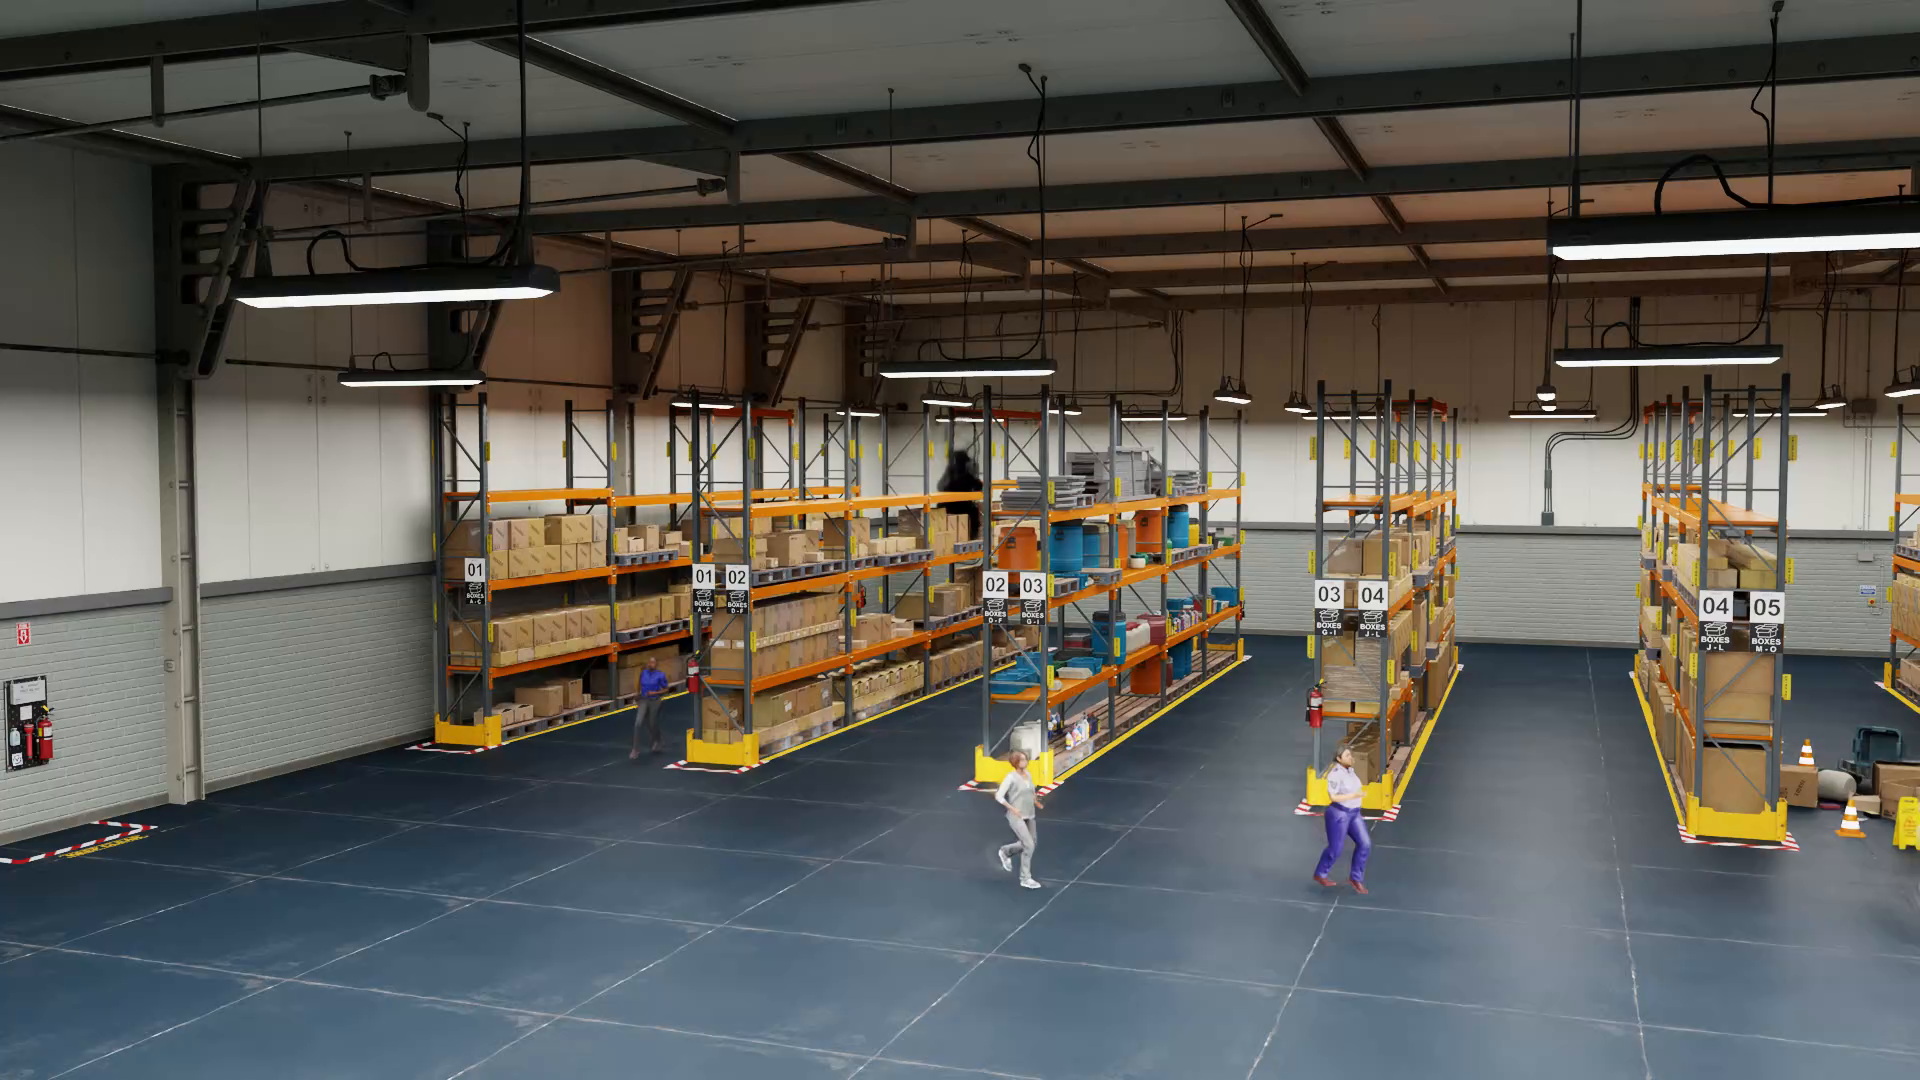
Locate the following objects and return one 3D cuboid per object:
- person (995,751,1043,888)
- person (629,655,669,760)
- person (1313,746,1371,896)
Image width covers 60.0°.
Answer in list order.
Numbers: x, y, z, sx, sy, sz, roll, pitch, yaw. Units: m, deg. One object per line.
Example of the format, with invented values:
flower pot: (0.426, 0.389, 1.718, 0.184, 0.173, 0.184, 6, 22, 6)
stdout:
person: (0.659, 3.200, 19.176, 0.680, 1.553, 0.542, 3, 4, 43)
person: (-5.074, 2.730, 27.389, 0.592, 1.673, 0.862, 1, 3, 10)
person: (4.347, 3.181, 18.843, 0.585, 1.704, 0.708, -3, 4, -41)
